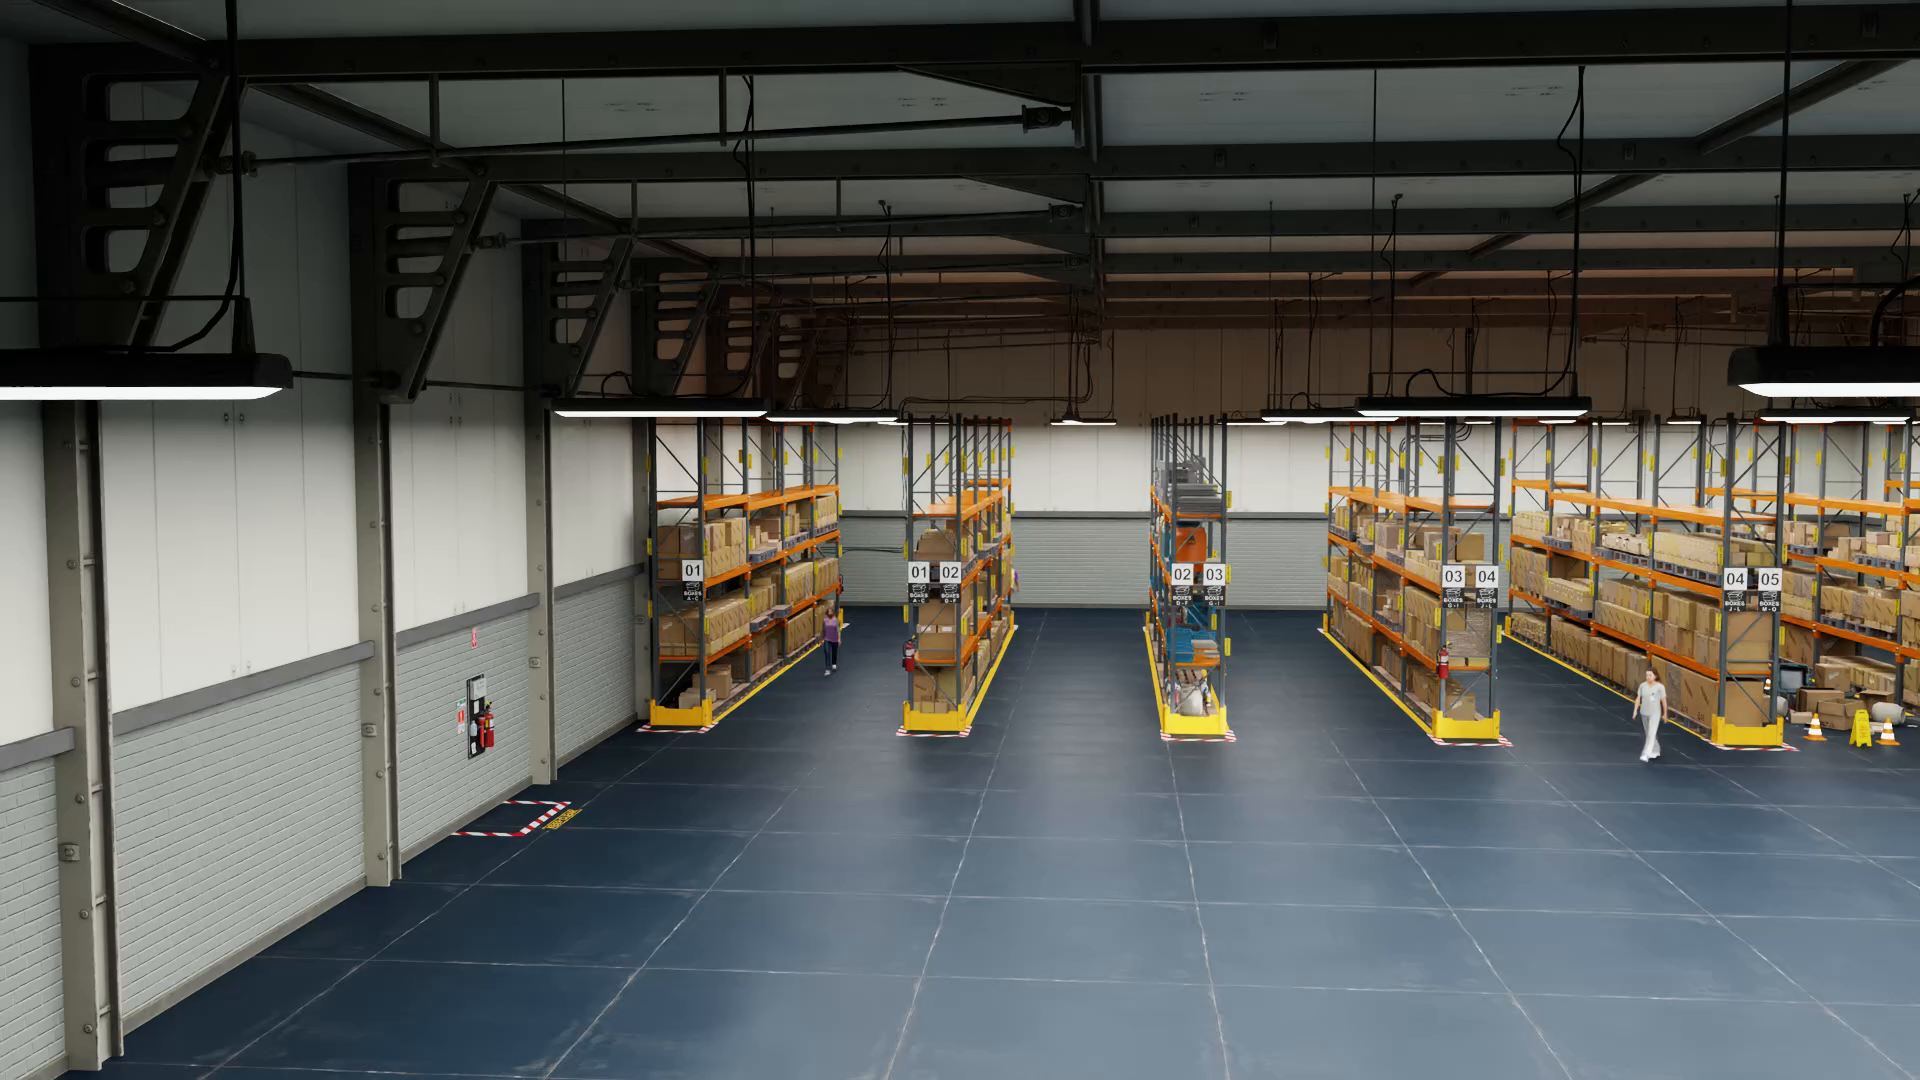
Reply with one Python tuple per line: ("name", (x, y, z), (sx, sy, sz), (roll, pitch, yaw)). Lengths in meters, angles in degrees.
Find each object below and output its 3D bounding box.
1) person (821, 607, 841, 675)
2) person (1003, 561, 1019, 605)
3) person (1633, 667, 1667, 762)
("person", (-3.011, 2.333, 38.715), (0.480, 1.532, 1.009), (0, 4, -4))
("person", (1.462, 1.481, 50.162), (0.591, 1.757, 0.936), (-2, 4, -26))
("person", (11.782, 2.983, 28.465), (1.070, 1.603, 0.469), (-3, 5, -40))
